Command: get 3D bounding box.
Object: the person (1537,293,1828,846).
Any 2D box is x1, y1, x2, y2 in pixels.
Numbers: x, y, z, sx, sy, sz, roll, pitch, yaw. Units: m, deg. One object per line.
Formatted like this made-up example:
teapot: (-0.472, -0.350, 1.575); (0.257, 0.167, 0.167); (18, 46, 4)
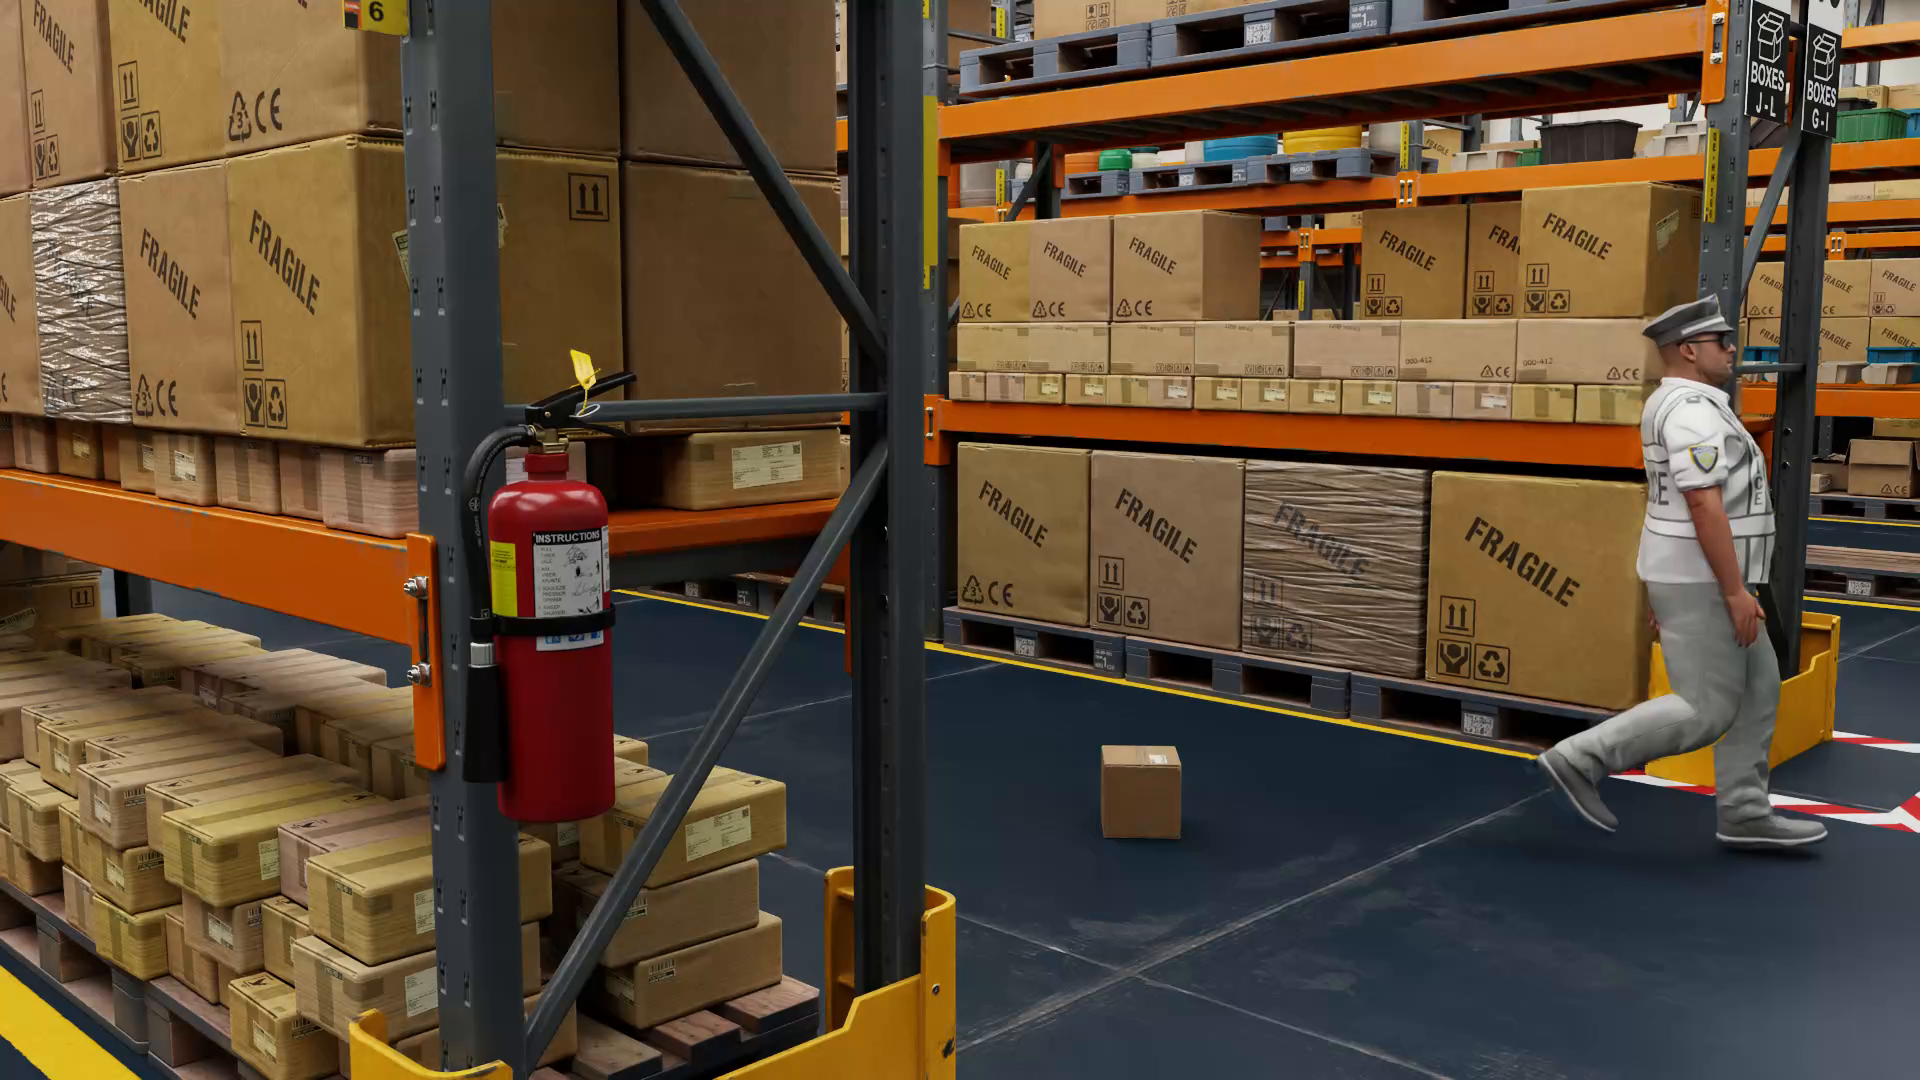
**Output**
person: (2.295, 0.104, 5.201); (0.883, 1.736, 0.554); (2, 7, 18)
